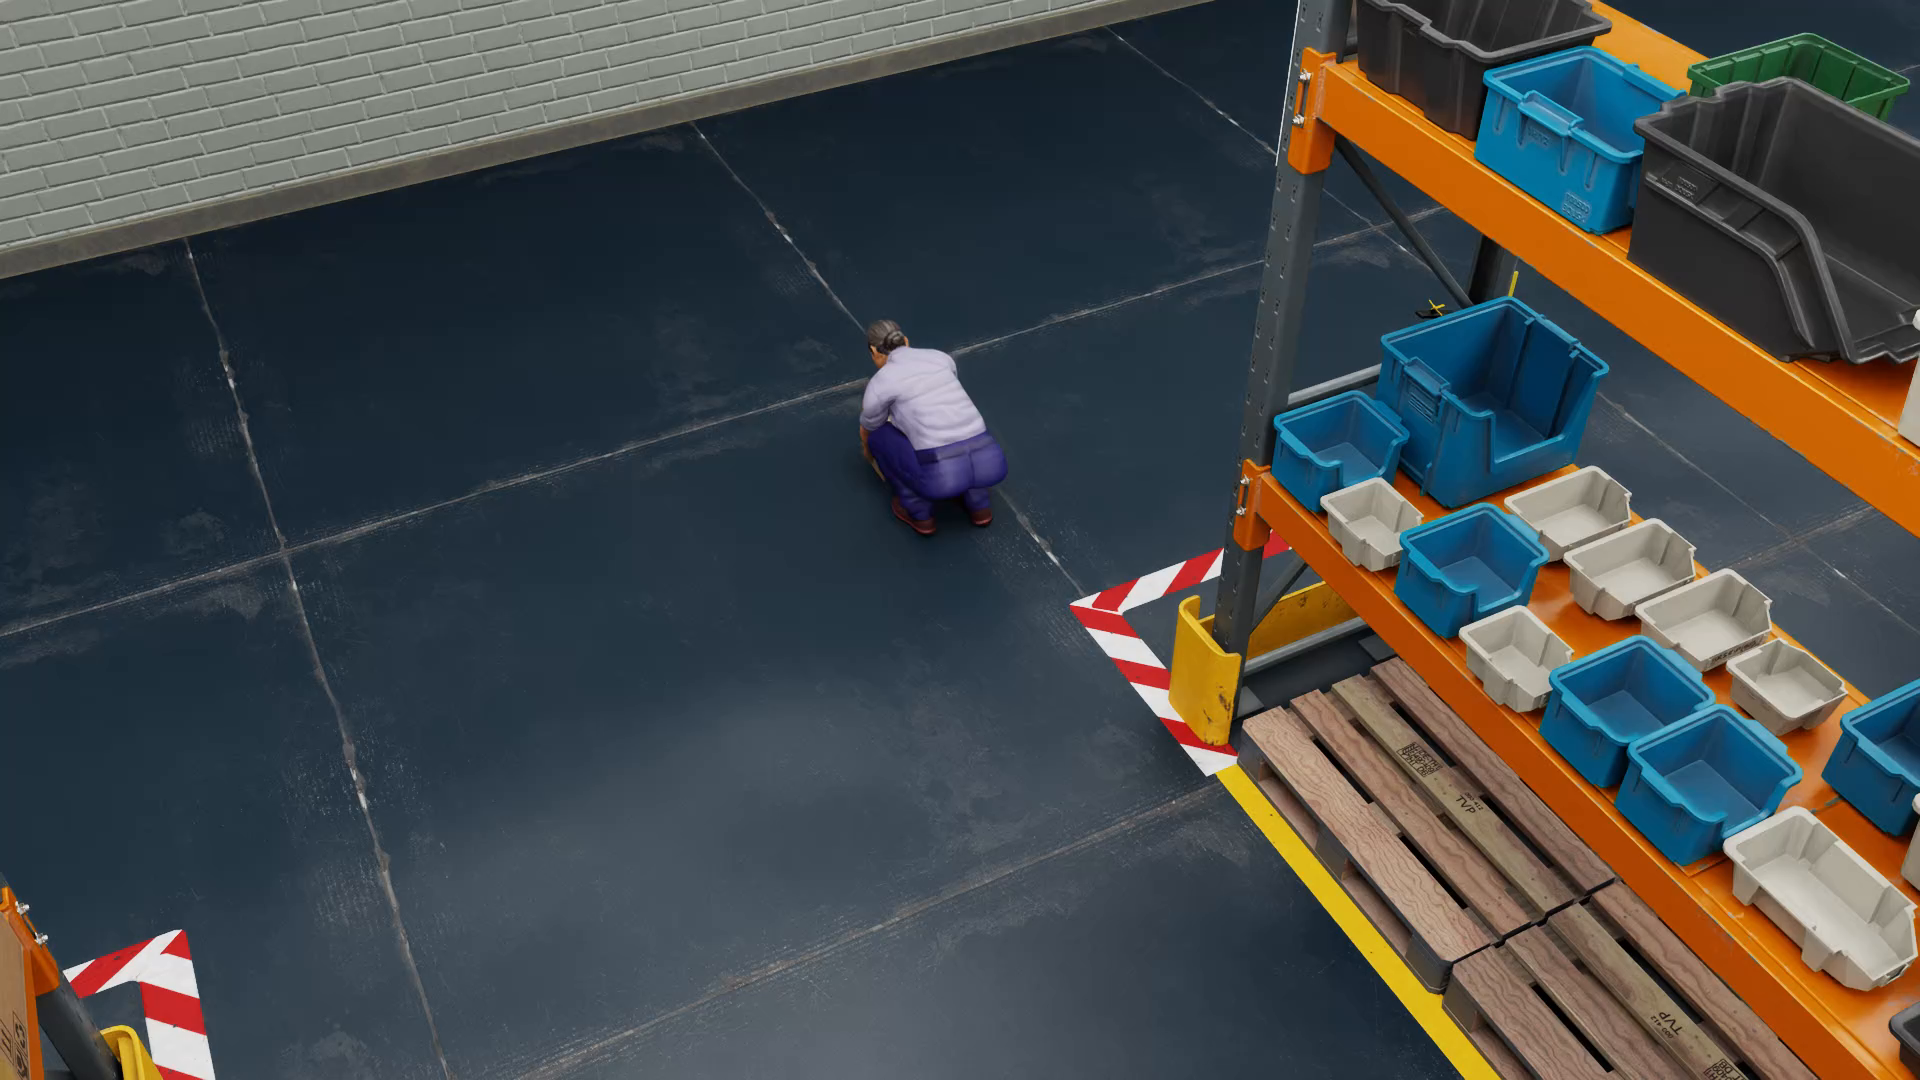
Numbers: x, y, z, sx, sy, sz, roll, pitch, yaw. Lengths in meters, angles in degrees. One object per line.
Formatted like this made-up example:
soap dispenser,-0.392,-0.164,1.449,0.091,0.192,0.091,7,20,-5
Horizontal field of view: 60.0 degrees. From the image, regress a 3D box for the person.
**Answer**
person,-0.134,-0.478,7.342,0.520,0.822,0.823,-19,45,-20
